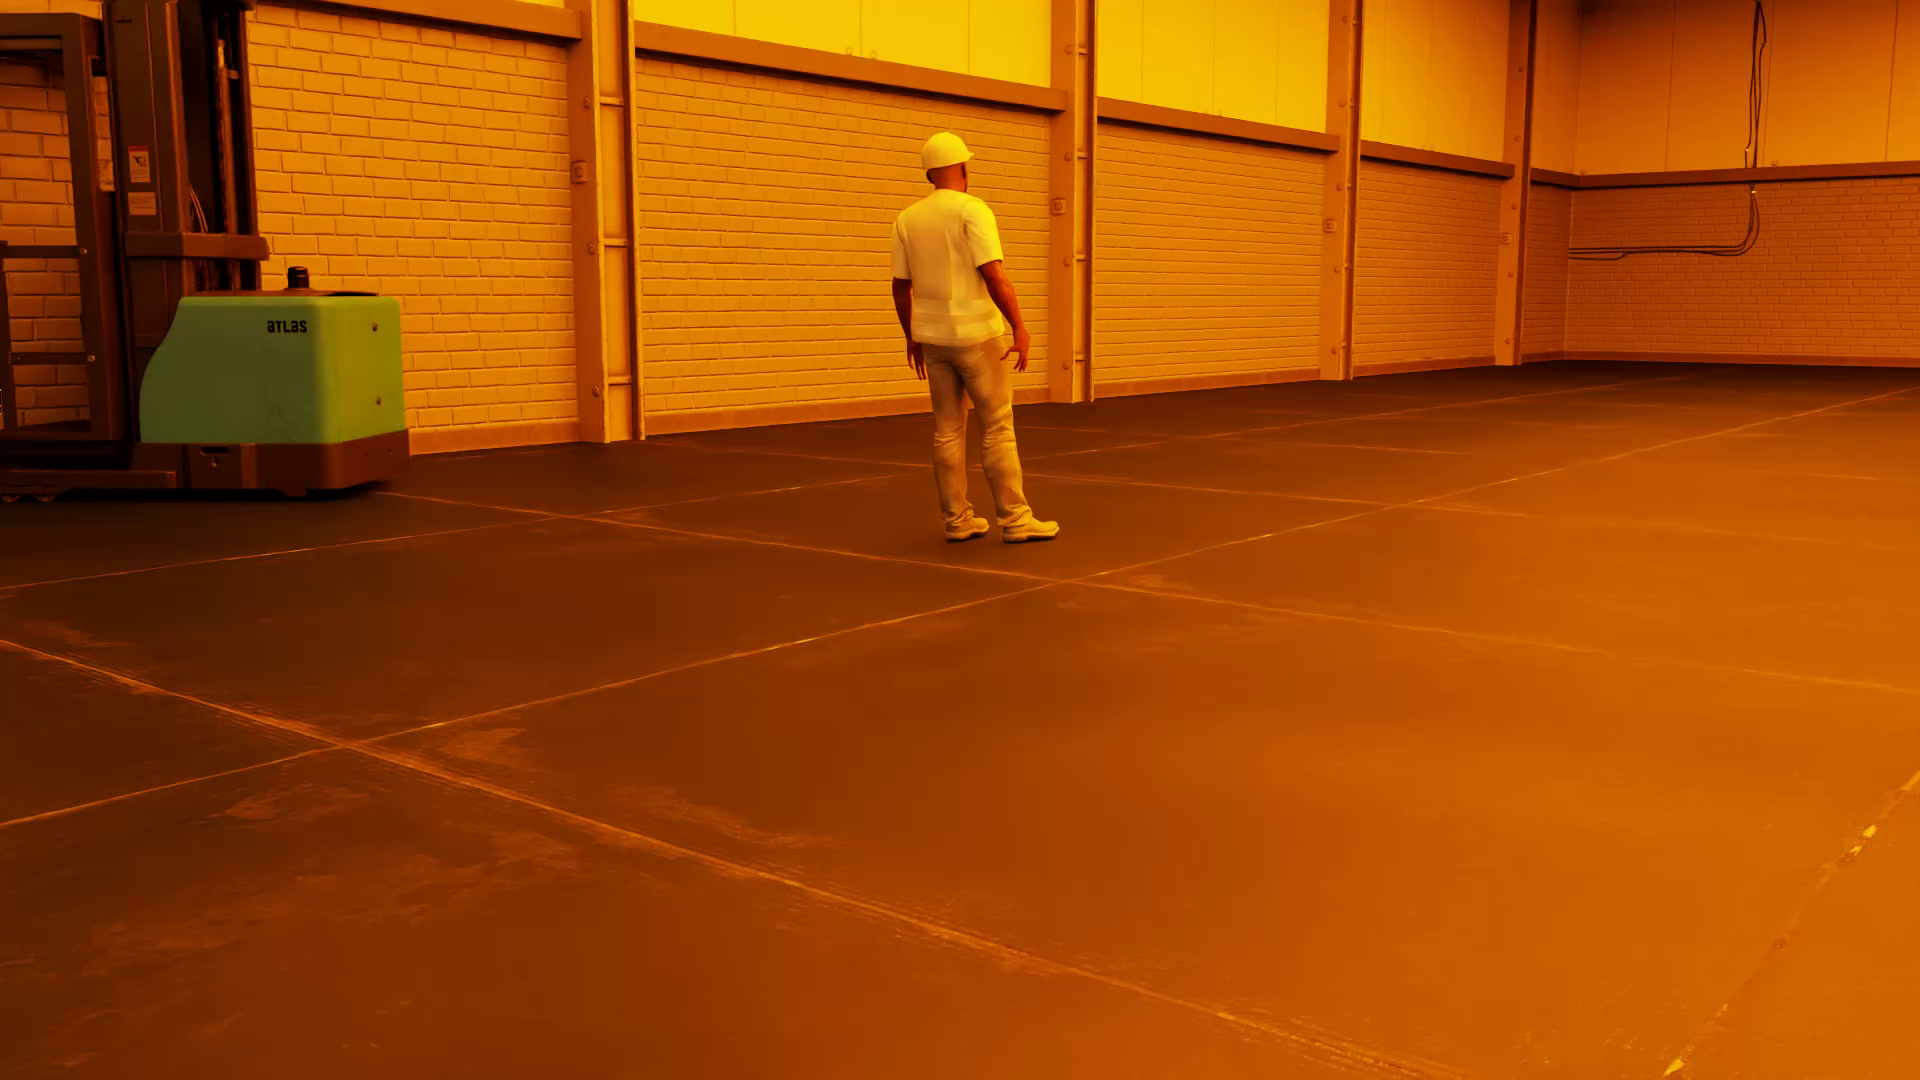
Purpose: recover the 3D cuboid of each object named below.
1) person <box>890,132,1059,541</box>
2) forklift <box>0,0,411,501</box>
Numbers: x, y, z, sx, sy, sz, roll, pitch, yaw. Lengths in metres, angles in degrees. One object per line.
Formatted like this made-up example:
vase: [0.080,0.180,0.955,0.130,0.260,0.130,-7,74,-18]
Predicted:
person: [0.048,-0.888,7.325,0.665,1.765,0.577,7,11,38]
forklift: [-4.728,-1.733,9.122,3.031,2.935,1.130,1,8,4]
